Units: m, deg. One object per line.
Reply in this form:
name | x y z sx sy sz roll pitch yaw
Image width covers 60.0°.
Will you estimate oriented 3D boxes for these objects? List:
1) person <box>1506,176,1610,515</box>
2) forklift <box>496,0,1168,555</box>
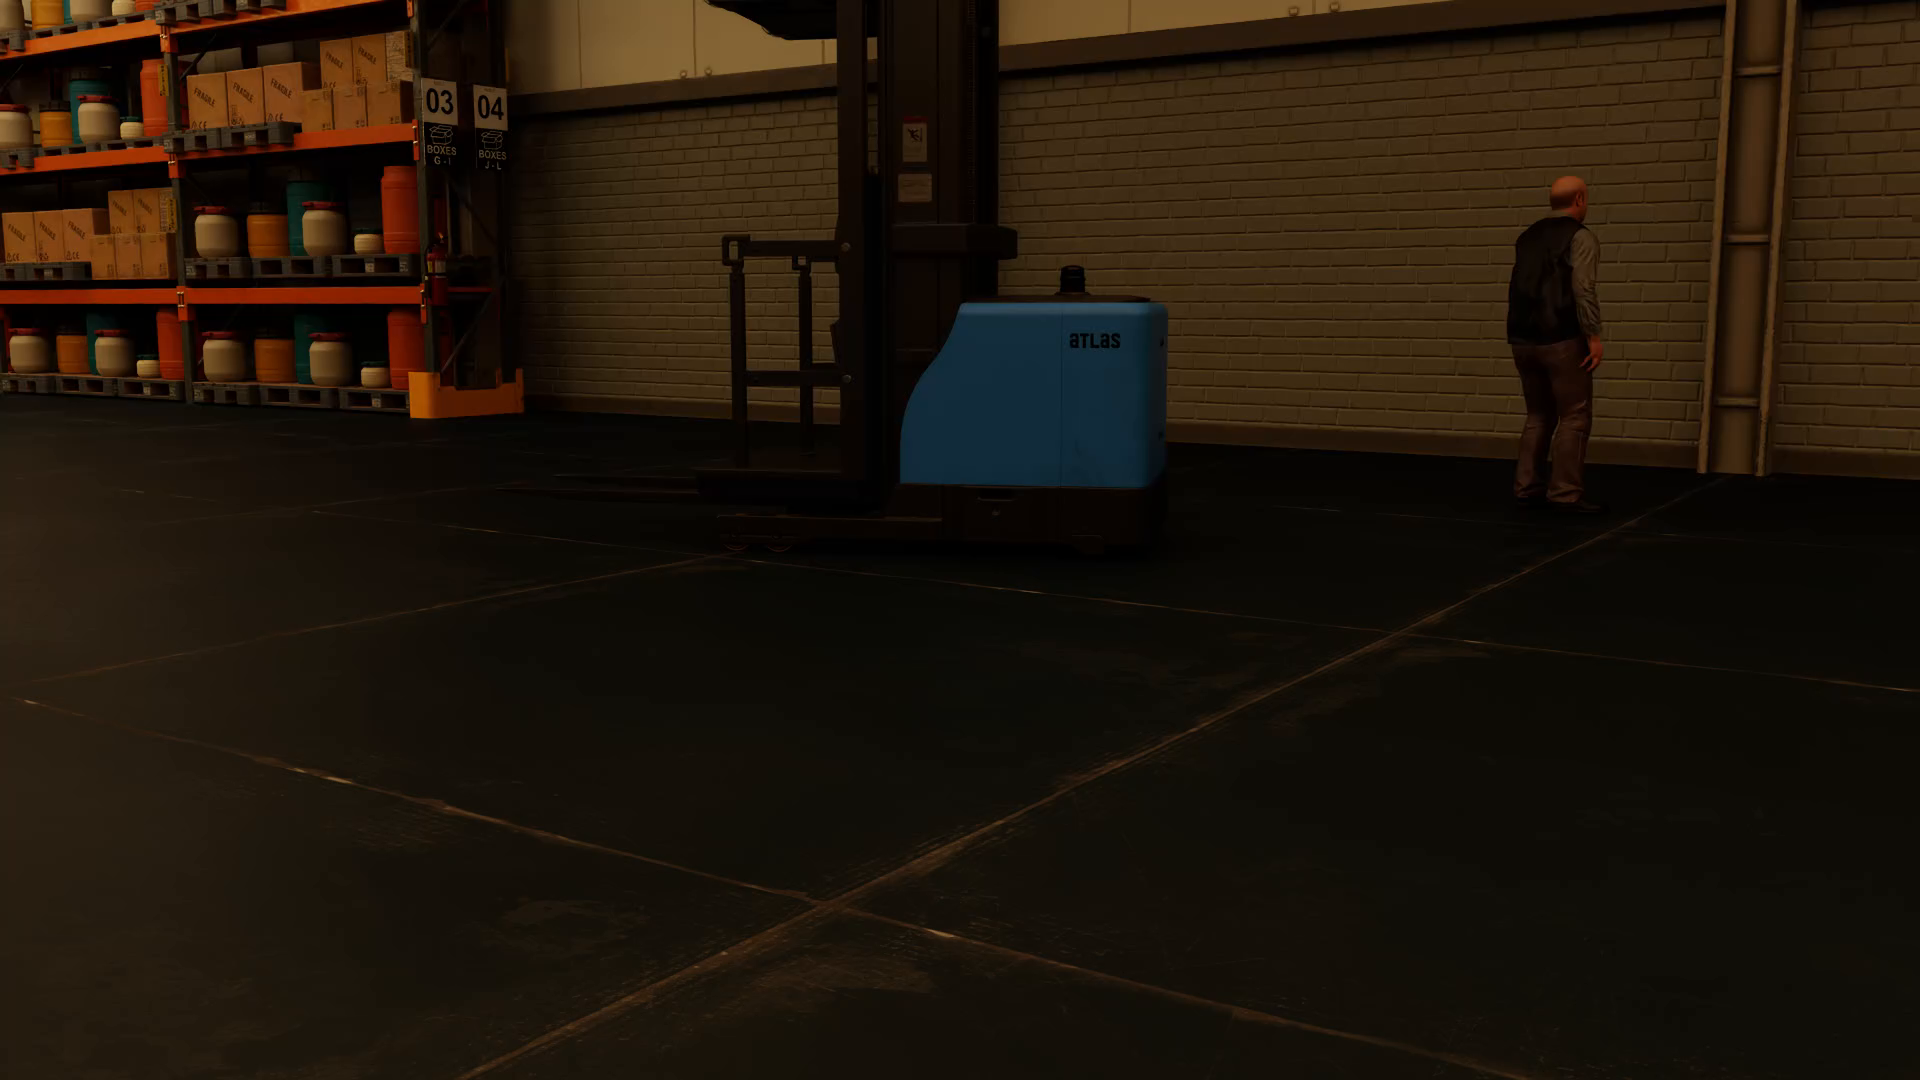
person | 3.060 -1.007 8.583 0.427 1.720 0.587 -3 9 -21
forklift | -0.596 -1.469 7.520 3.031 2.935 1.130 2 8 12
